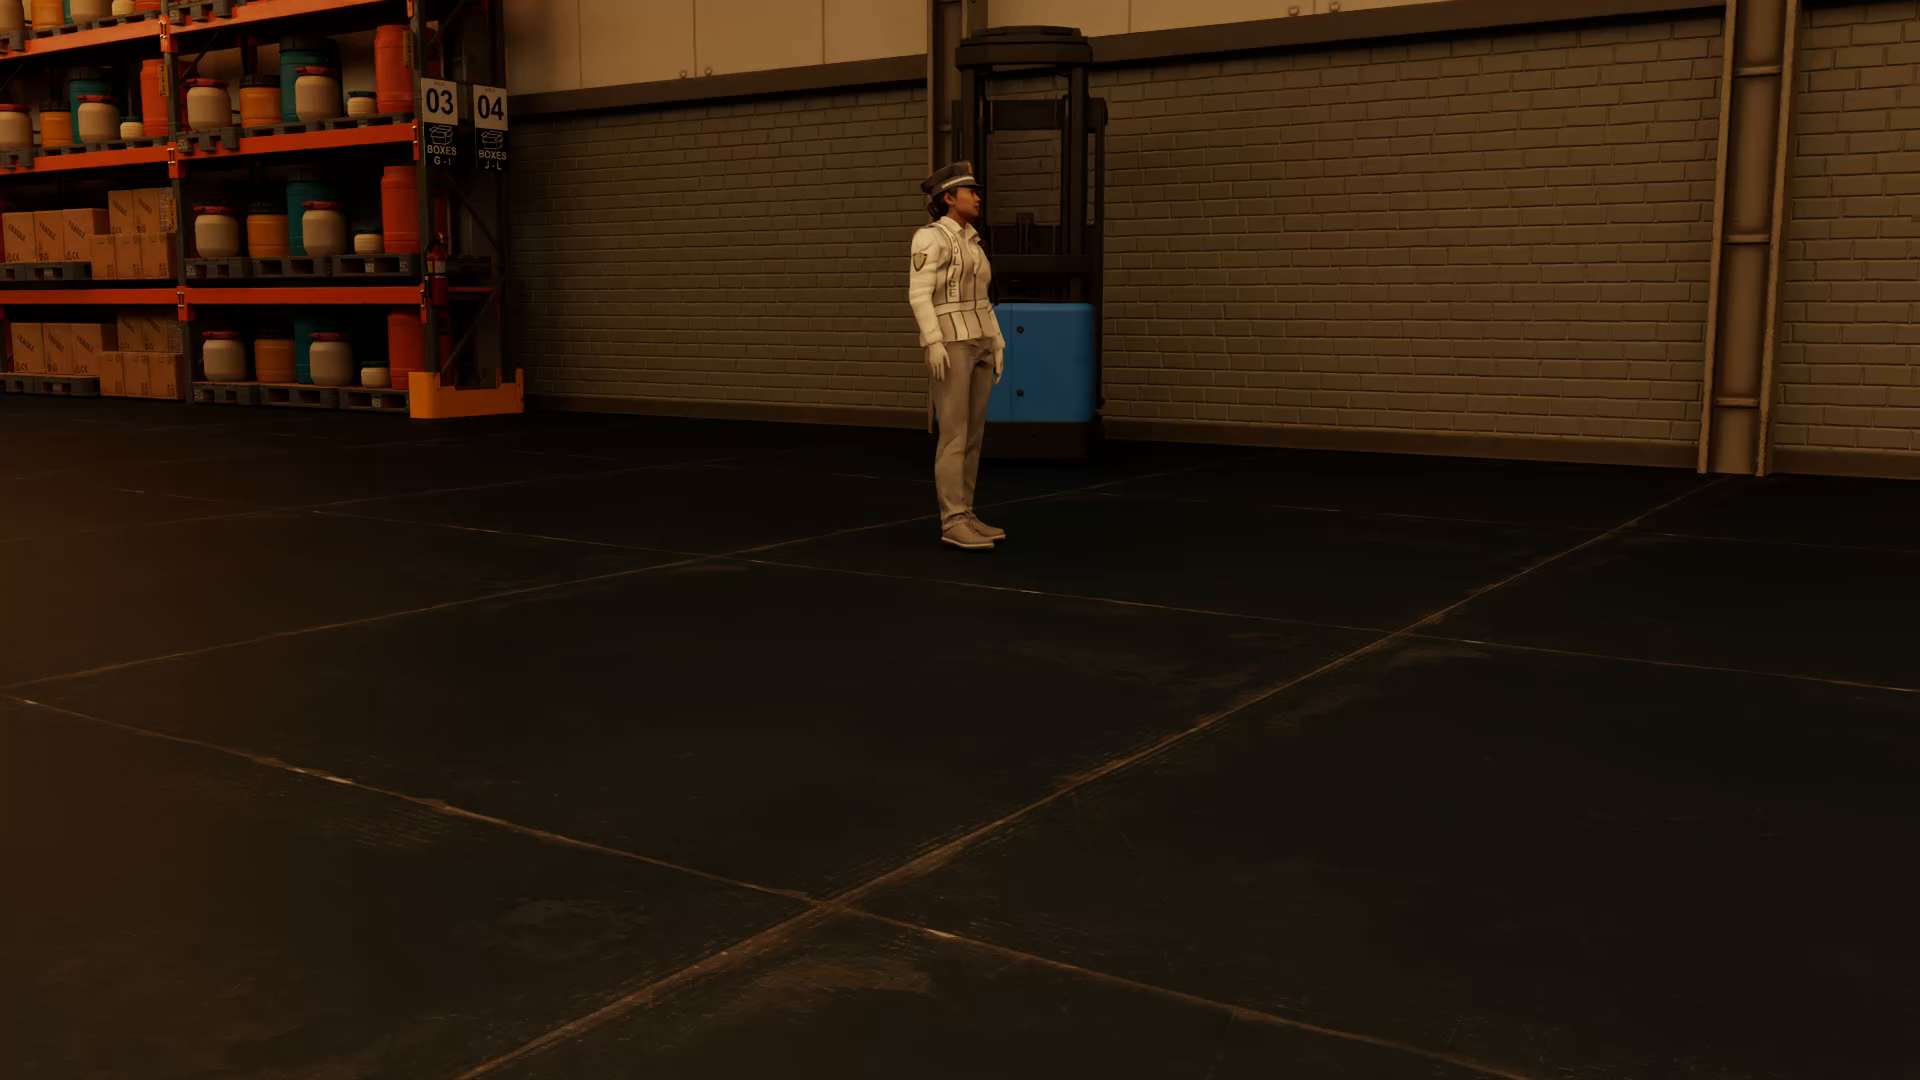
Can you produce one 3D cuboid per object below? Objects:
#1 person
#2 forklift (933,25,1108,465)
[{"bbox_3d":[0.052,-0.840,7.441,0.534,1.696,0.587,5,10,34],"label":"person"},{"bbox_3d":[0.508,-2.121,12.111,1.130,2.935,3.031,1,8,7],"label":"forklift"}]
